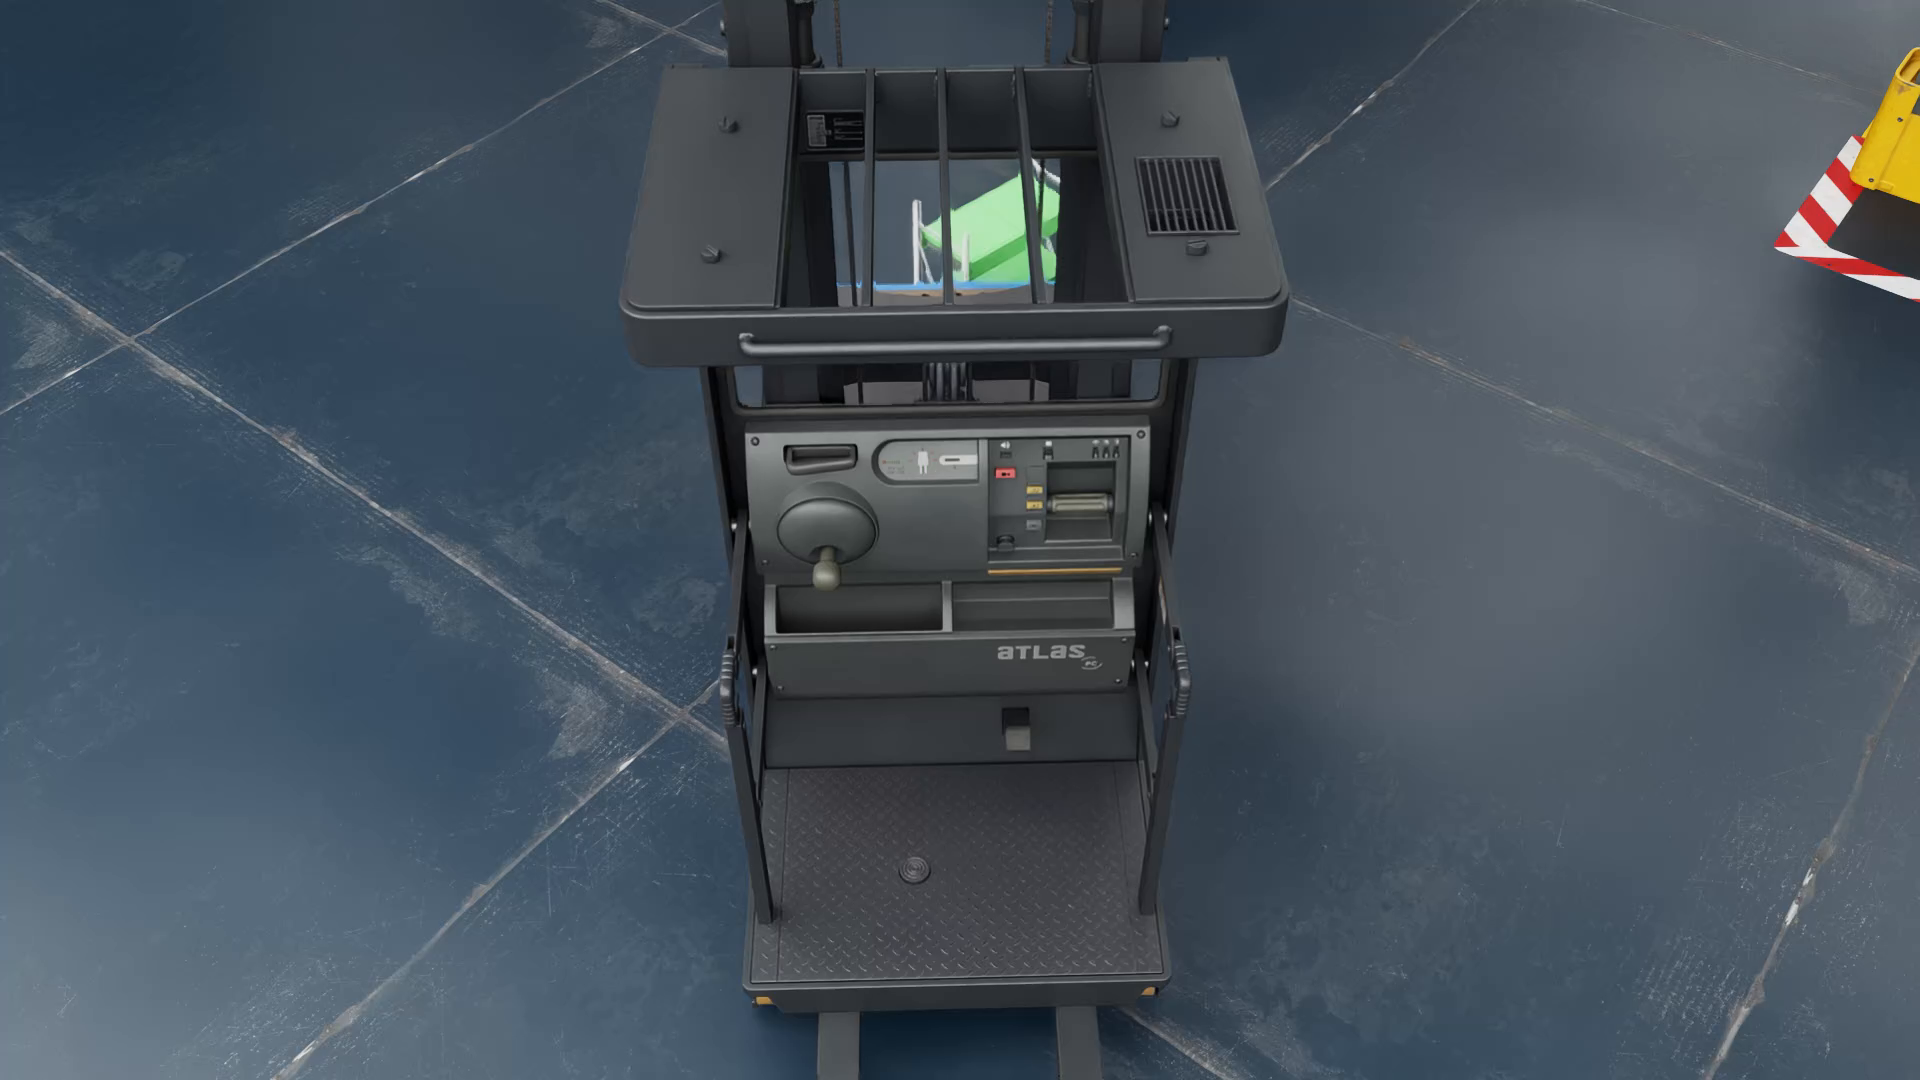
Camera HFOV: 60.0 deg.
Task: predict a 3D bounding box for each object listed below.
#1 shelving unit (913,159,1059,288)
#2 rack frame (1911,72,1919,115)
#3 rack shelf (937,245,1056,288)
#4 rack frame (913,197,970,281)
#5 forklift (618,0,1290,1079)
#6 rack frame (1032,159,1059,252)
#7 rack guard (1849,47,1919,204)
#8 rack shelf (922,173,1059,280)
[{"bbox_3d":[0.122,-0.689,5.578,0.503,1.200,0.258,-34,55,-28],"label":"shelving unit"},{"bbox_3d":[4.380,-2.402,5.970,1.000,3.000,0.127,29,53,25],"label":"rack frame"},{"bbox_3d":[0.122,-0.811,5.451,0.480,0.148,0.258,-34,55,-28],"label":"rack shelf"},{"bbox_3d":[-0.057,-0.569,5.464,0.015,1.200,0.240,-34,55,-28],"label":"rack frame"},{"bbox_3d":[-0.018,0.010,3.713,1.130,2.935,3.031,-1,46,-1],"label":"forklift"},{"bbox_3d":[0.300,-0.809,5.693,0.015,1.200,0.240,-34,55,-28],"label":"rack frame"},{"bbox_3d":[4.427,-1.582,6.916,1.175,0.500,0.348,29,53,25],"label":"rack guard"},{"bbox_3d":[0.122,-0.976,5.277,0.480,0.148,0.258,-34,55,-28],"label":"rack shelf"}]
